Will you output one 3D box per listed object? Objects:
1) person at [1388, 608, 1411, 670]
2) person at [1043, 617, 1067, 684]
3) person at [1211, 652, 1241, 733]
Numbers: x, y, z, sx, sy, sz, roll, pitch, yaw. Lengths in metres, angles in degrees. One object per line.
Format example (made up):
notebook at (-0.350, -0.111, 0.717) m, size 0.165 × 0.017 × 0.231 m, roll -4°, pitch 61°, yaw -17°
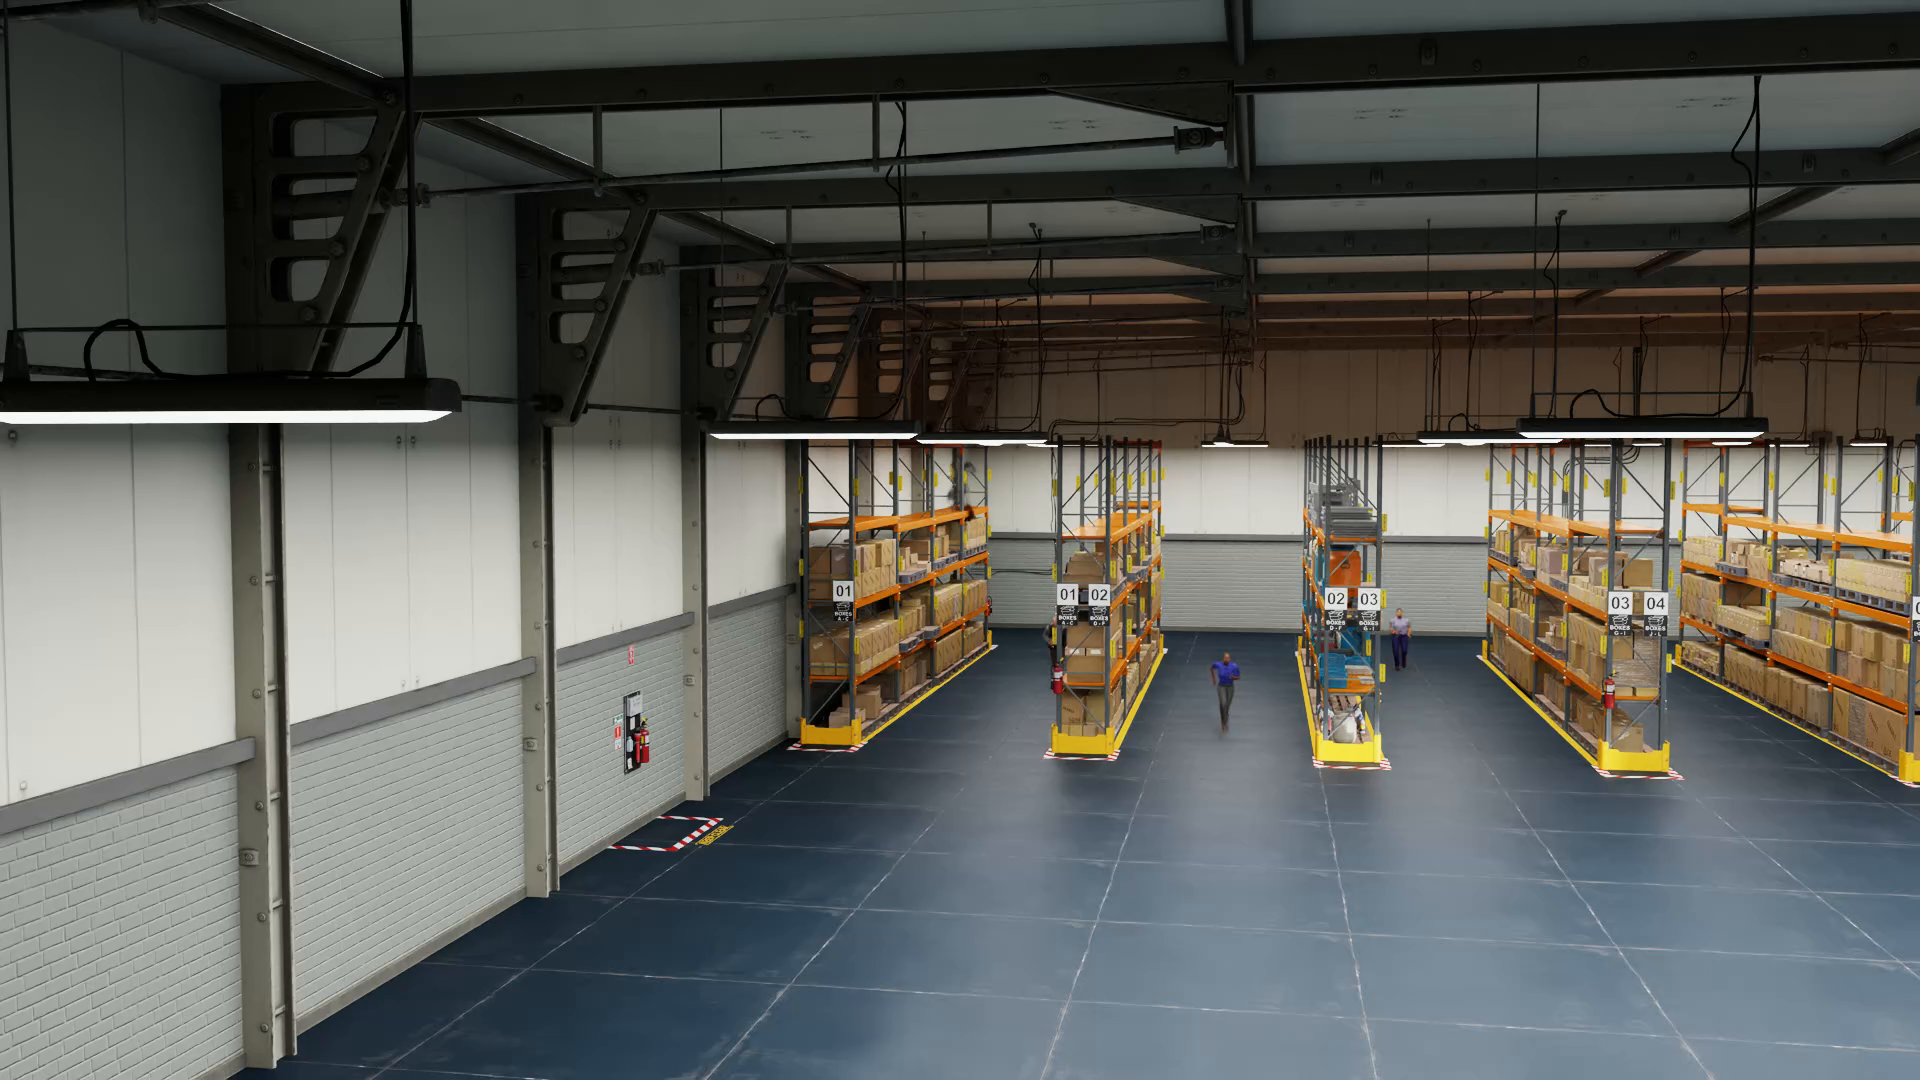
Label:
person at (11.431, 2.580, 43.182) m, size 0.593 × 1.609 × 0.577 m, roll 1°, pitch 3°, yaw 10°
person at (2.394, 2.695, 41.169) m, size 0.697 × 1.680 × 1.008 m, roll 0°, pitch 3°, yaw 2°
person at (5.419, 3.086, 33.960) m, size 0.573 × 1.659 × 0.925 m, roll 0°, pitch 3°, yaw -1°
